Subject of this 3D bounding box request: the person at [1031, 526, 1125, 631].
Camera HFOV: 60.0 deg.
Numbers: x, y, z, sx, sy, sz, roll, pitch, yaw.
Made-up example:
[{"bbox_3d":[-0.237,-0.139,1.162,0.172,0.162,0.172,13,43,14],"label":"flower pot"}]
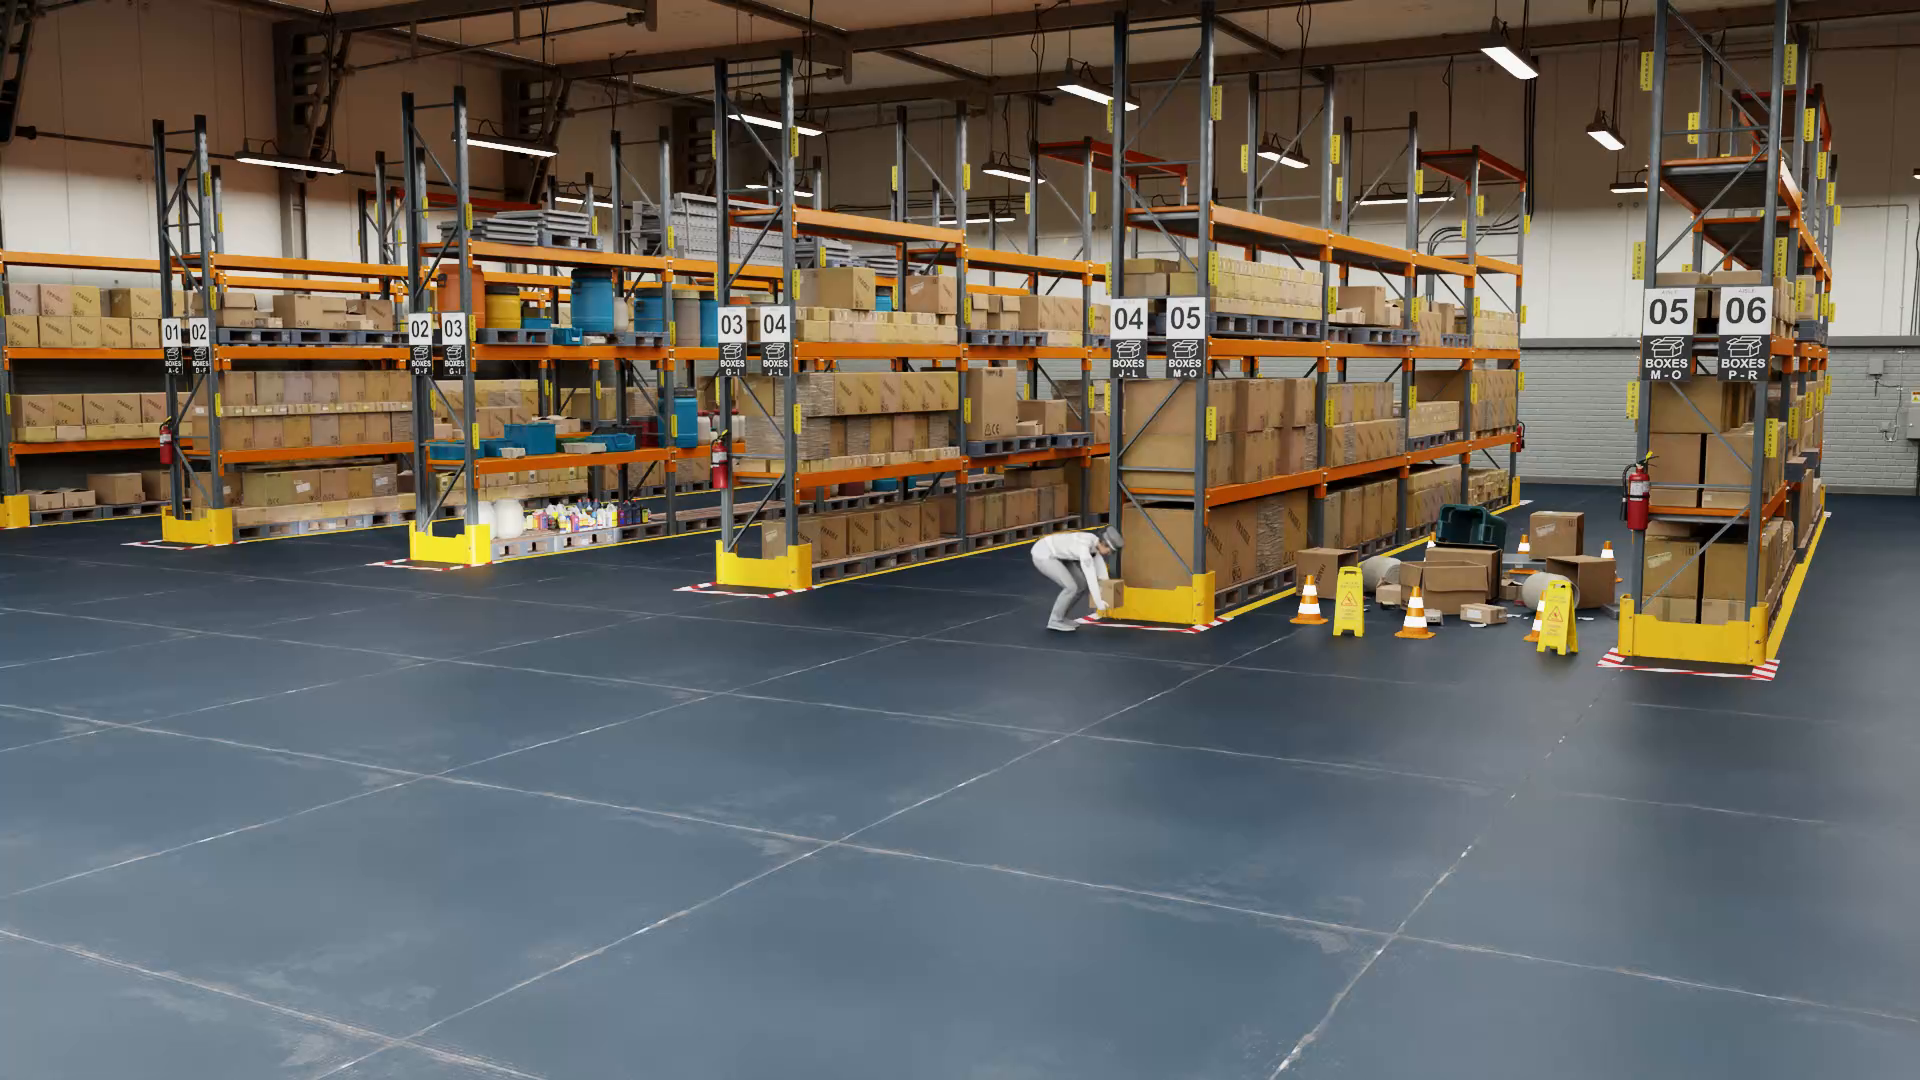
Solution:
[{"bbox_3d":[1.142,0.363,16.020,0.921,1.017,0.455,2,7,22],"label":"person"}]
